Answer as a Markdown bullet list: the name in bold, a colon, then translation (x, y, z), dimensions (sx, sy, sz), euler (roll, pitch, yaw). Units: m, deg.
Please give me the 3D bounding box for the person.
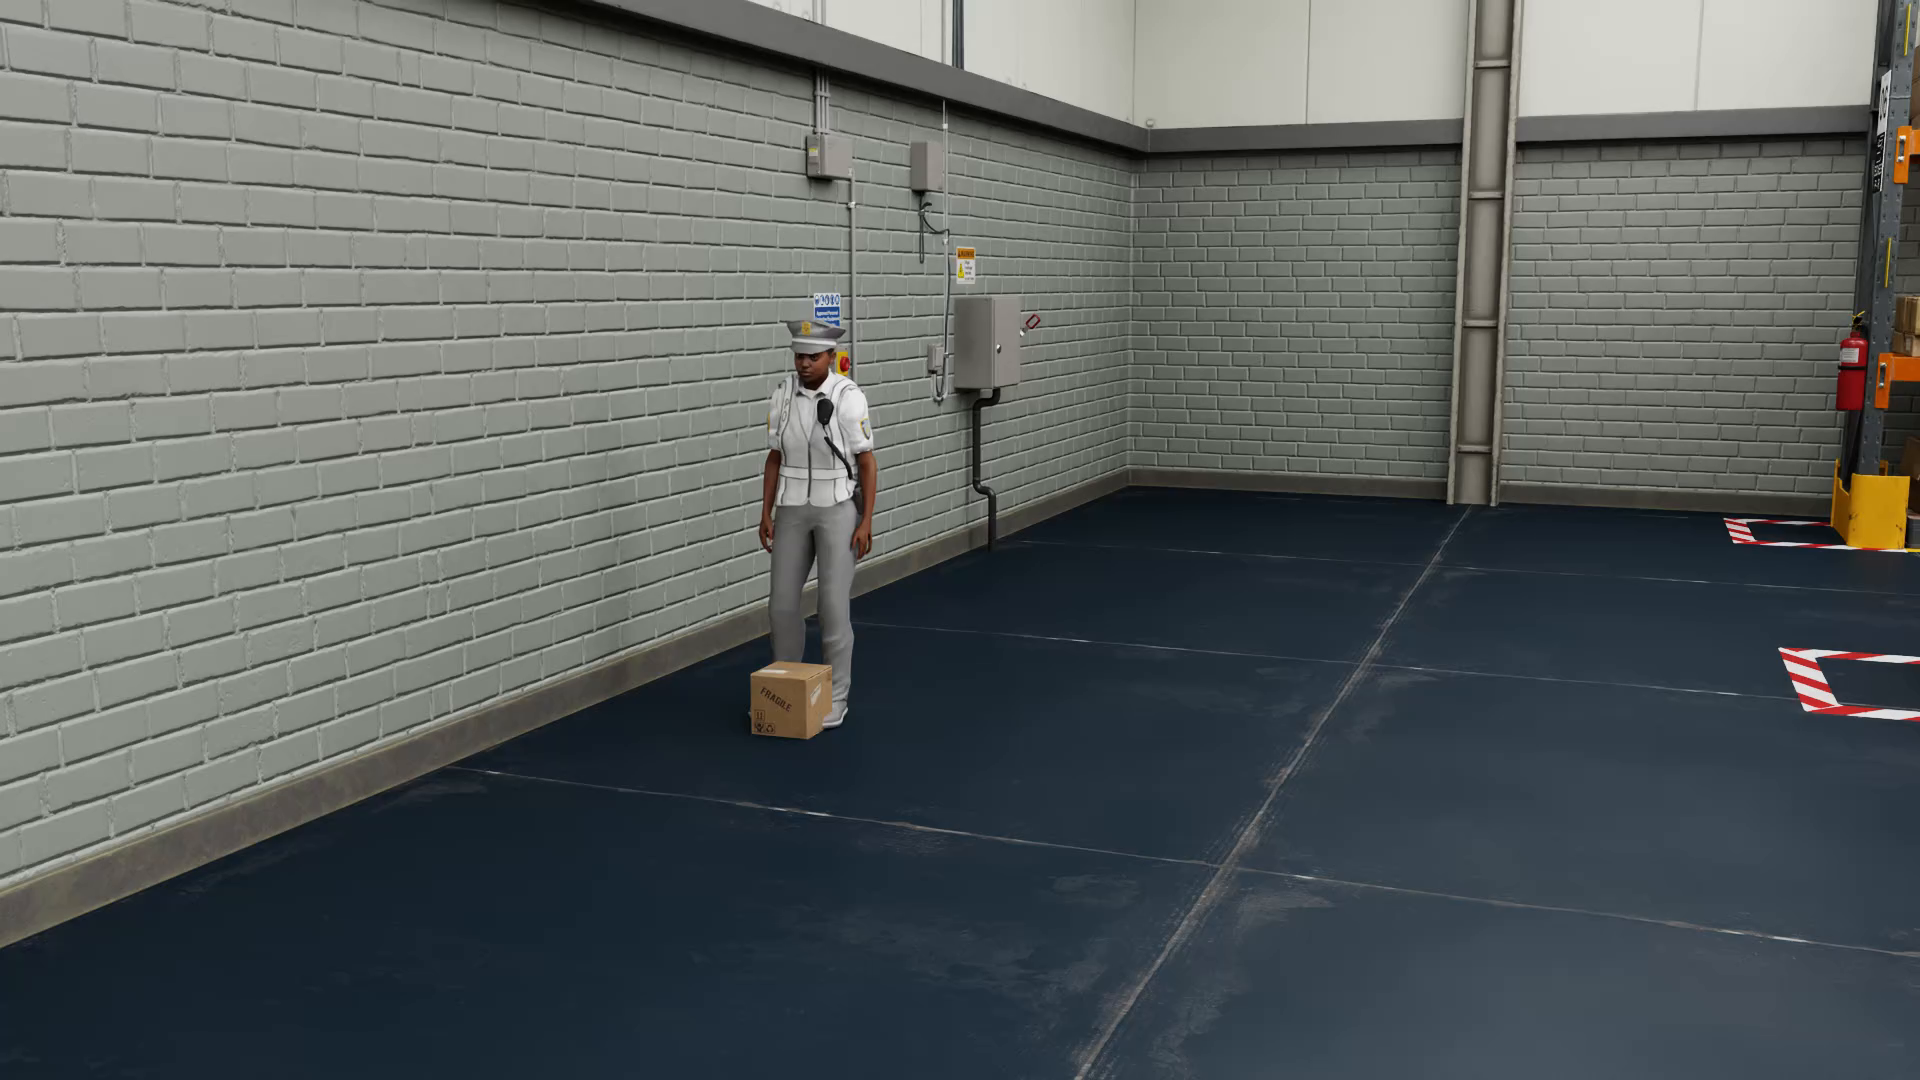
- **person**: translation (-0.608, -0.078, 6.861), dimensions (0.527, 1.658, 0.428), euler (3, 9, 18)
